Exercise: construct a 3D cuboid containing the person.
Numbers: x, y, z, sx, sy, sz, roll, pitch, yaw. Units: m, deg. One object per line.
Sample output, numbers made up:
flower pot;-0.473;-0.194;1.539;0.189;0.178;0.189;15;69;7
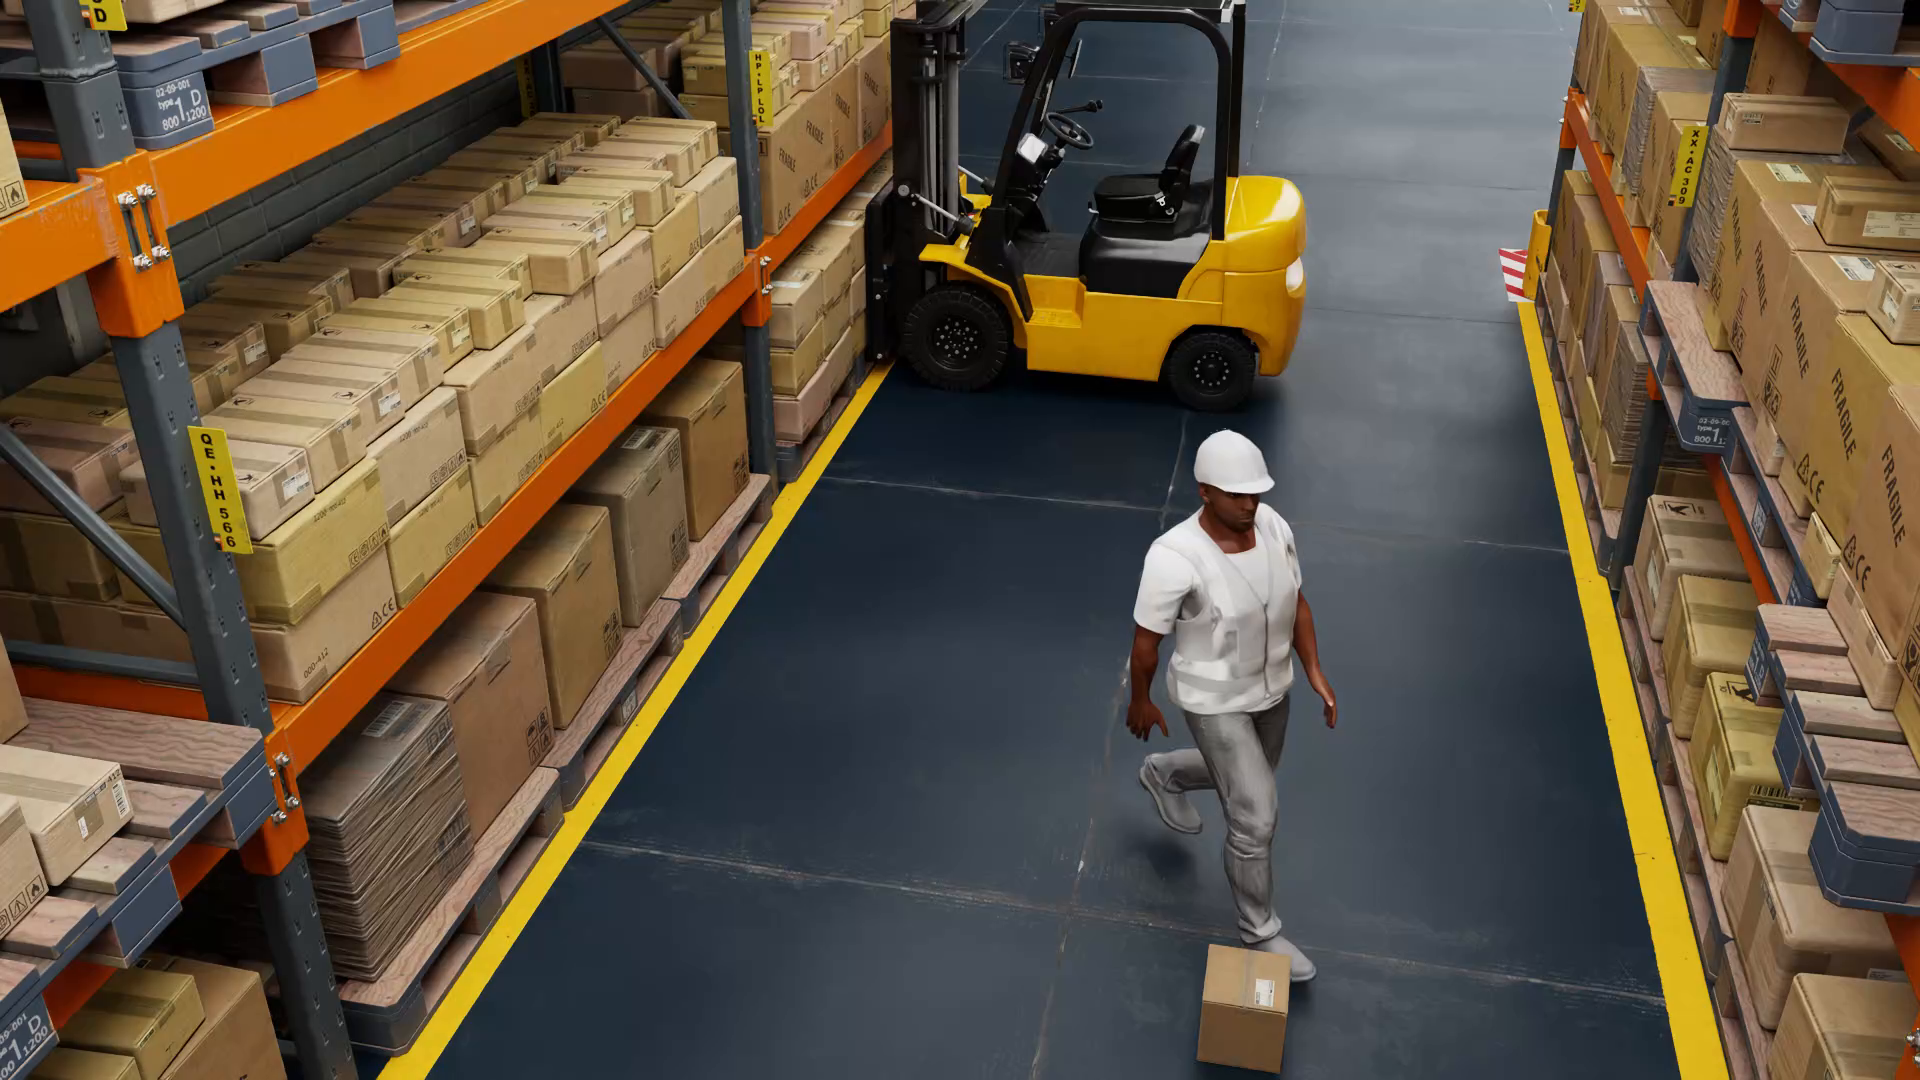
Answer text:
person;0.880;0.476;5.260;0.571;1.719;0.993;-22;35;-34
